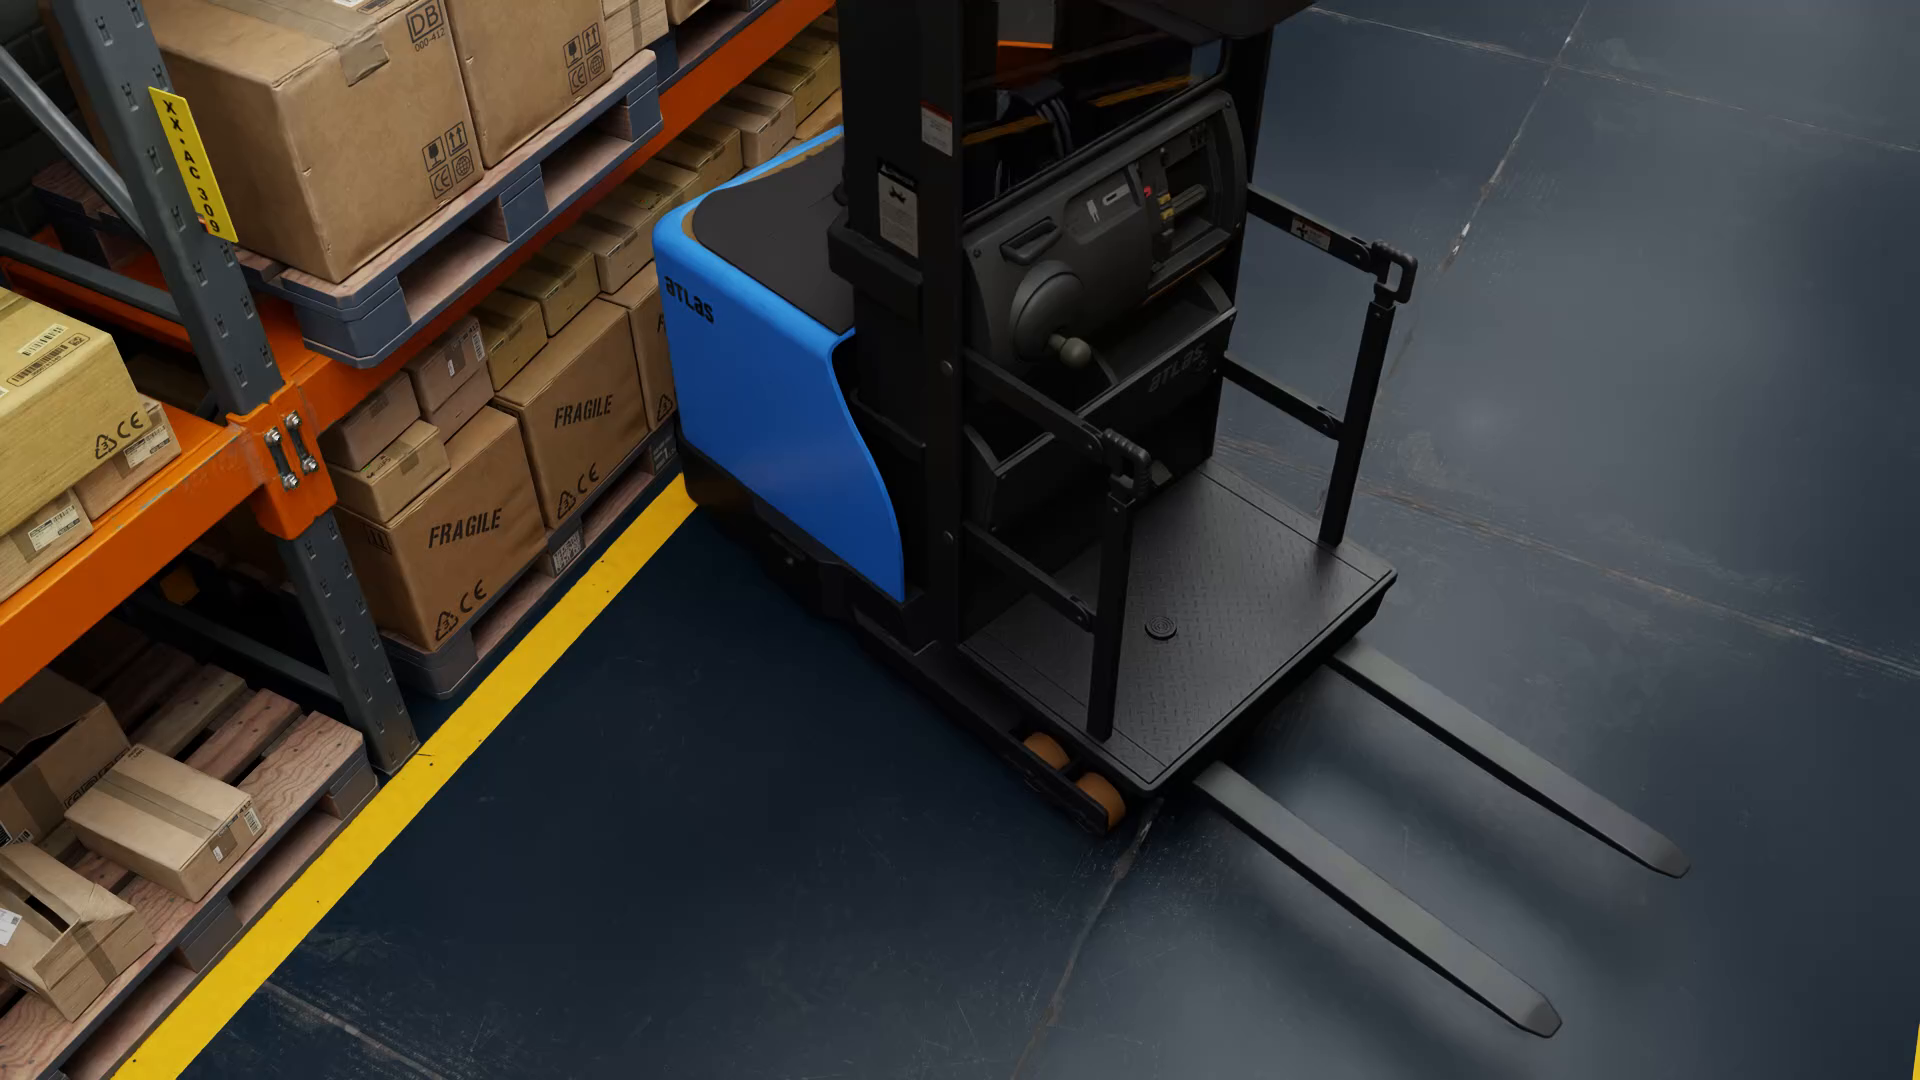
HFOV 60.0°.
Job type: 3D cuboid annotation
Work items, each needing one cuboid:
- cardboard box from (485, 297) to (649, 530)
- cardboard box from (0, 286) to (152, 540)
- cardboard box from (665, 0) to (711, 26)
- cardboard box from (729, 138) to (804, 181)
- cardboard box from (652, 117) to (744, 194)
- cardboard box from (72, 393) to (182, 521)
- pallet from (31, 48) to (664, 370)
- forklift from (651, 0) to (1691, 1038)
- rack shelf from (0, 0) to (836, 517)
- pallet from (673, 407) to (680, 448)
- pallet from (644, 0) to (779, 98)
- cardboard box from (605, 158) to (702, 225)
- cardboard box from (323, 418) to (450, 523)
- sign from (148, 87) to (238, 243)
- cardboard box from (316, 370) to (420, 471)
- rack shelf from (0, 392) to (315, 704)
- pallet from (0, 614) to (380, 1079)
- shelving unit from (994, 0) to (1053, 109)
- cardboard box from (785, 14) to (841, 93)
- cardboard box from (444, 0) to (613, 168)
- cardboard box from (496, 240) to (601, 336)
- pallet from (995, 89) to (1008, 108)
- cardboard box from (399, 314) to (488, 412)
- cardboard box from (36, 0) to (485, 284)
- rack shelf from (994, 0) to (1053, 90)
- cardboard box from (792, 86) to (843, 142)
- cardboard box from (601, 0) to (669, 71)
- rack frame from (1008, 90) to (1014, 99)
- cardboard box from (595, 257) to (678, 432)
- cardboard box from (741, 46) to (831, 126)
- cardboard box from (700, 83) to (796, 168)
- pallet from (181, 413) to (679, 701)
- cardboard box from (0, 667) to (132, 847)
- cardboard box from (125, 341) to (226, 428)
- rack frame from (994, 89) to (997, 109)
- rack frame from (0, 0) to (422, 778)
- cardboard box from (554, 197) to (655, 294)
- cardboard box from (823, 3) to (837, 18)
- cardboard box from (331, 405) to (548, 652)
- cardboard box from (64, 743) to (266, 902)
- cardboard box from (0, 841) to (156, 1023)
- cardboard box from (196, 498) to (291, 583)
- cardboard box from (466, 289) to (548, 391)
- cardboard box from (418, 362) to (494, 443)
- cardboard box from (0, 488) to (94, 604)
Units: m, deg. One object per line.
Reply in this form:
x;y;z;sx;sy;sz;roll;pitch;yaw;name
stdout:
-1.322;-0.438;5.036;0.500;0.500;0.500;20;49;19;cardboard box
-2.004;-0.250;3.285;0.500;0.250;0.500;22;49;20;cardboard box
-0.957;-1.834;4.588;0.700;0.500;0.500;20;49;19;cardboard box
-0.840;-1.076;5.666;0.500;0.500;0.500;19;48;18;cardboard box
-0.932;-1.258;5.390;0.380;0.149;0.250;21;49;19;cardboard box
-1.908;-0.227;3.542;0.380;0.149;0.250;21;49;20;cardboard box
-1.516;-1.000;4.264;1.003;0.211;1.213;20;49;19;pallet
0.517;-0.662;3.843;1.130;2.935;3.031;-35;55;-30;forklift
-1.056;-1.607;5.235;1.077;0.370;4.000;20;49;19;rack shelf
-1.075;-0.916;6.007;1.003;0.211;1.213;20;49;19;pallet
-1.026;-1.826;5.080;1.003;0.211;1.213;20;49;19;pallet
-1.031;-1.078;5.213;0.380;0.149;0.250;22;49;20;cardboard box
-1.582;-0.235;4.379;0.380;0.149;0.250;23;50;21;cardboard box
-1.500;-0.730;3.254;0.100;0.325;0.005;20;49;19;sign
-1.636;-0.360;4.293;0.380;0.149;0.250;20;49;18;cardboard box
-2.913;0.913;2.745;1.077;0.370;4.000;20;49;19;rack shelf
-2.304;0.813;4.299;1.003;0.211;1.213;20;49;19;pallet
0.233;-1.611;5.325;0.503;2.100;0.431;11;70;21;shelving unit
-0.556;-1.737;5.864;0.380;0.149;0.250;22;49;20;cardboard box
-1.321;-1.340;4.100;0.700;0.500;0.500;21;49;19;cardboard box
-1.298;-0.778;4.916;0.380;0.149;0.250;20;49;18;cardboard box
-0.507;-1.682;6.764;1.003;0.211;1.213;20;49;19;pallet
-1.504;-0.519;4.451;0.380;0.149;0.250;18;48;17;cardboard box
-1.561;-1.014;3.777;0.700;0.500;0.500;22;49;20;cardboard box
0.237;-1.605;5.337;0.480;0.518;0.431;11;70;21;rack shelf
-0.615;-1.409;5.996;0.500;0.500;0.500;22;49;21;cardboard box
-0.999;-1.449;4.372;0.396;0.266;0.258;23;50;21;cardboard box
-0.127;-3.120;6.224;1.000;3.000;0.127;20;49;19;rack frame
-1.086;-0.751;5.345;0.500;0.500;0.500;19;48;18;cardboard box
-0.671;-1.580;5.709;0.380;0.149;0.250;20;49;18;cardboard box
-0.773;-1.396;5.527;0.380;0.149;0.250;18;48;17;cardboard box
-1.640;-0.145;5.245;1.003;0.211;1.213;20;49;19;pallet
-2.500;0.536;4.207;0.500;0.311;0.500;22;49;20;cardboard box
-2.069;-0.424;4.566;0.380;0.149;0.250;19;48;18;cardboard box
0.010;-1.654;5.413;0.015;2.100;0.400;11;70;21;rack frame
-1.984;-0.600;3.734;1.000;3.000;0.127;20;49;19;rack frame
-1.149;-0.923;5.059;0.380;0.149;0.250;20;49;19;cardboard box
-0.393;-1.888;6.014;0.380;0.149;0.250;19;48;18;cardboard box
-1.560;-0.099;4.701;0.500;0.500;0.500;22;49;21;cardboard box
-1.983;0.703;4.156;0.380;0.149;0.250;19;48;18;cardboard box
-2.148;0.886;3.892;0.396;0.266;0.258;22;49;20;cardboard box
-2.018;-0.276;4.876;0.500;0.500;0.500;20;49;19;cardboard box
-1.413;-0.600;4.741;0.380;0.149;0.250;18;48;17;cardboard box
-1.522;-0.435;4.577;0.380;0.149;0.250;19;48;18;cardboard box
-2.010;-0.056;3.373;0.380;0.149;0.250;22;49;20;cardboard box
